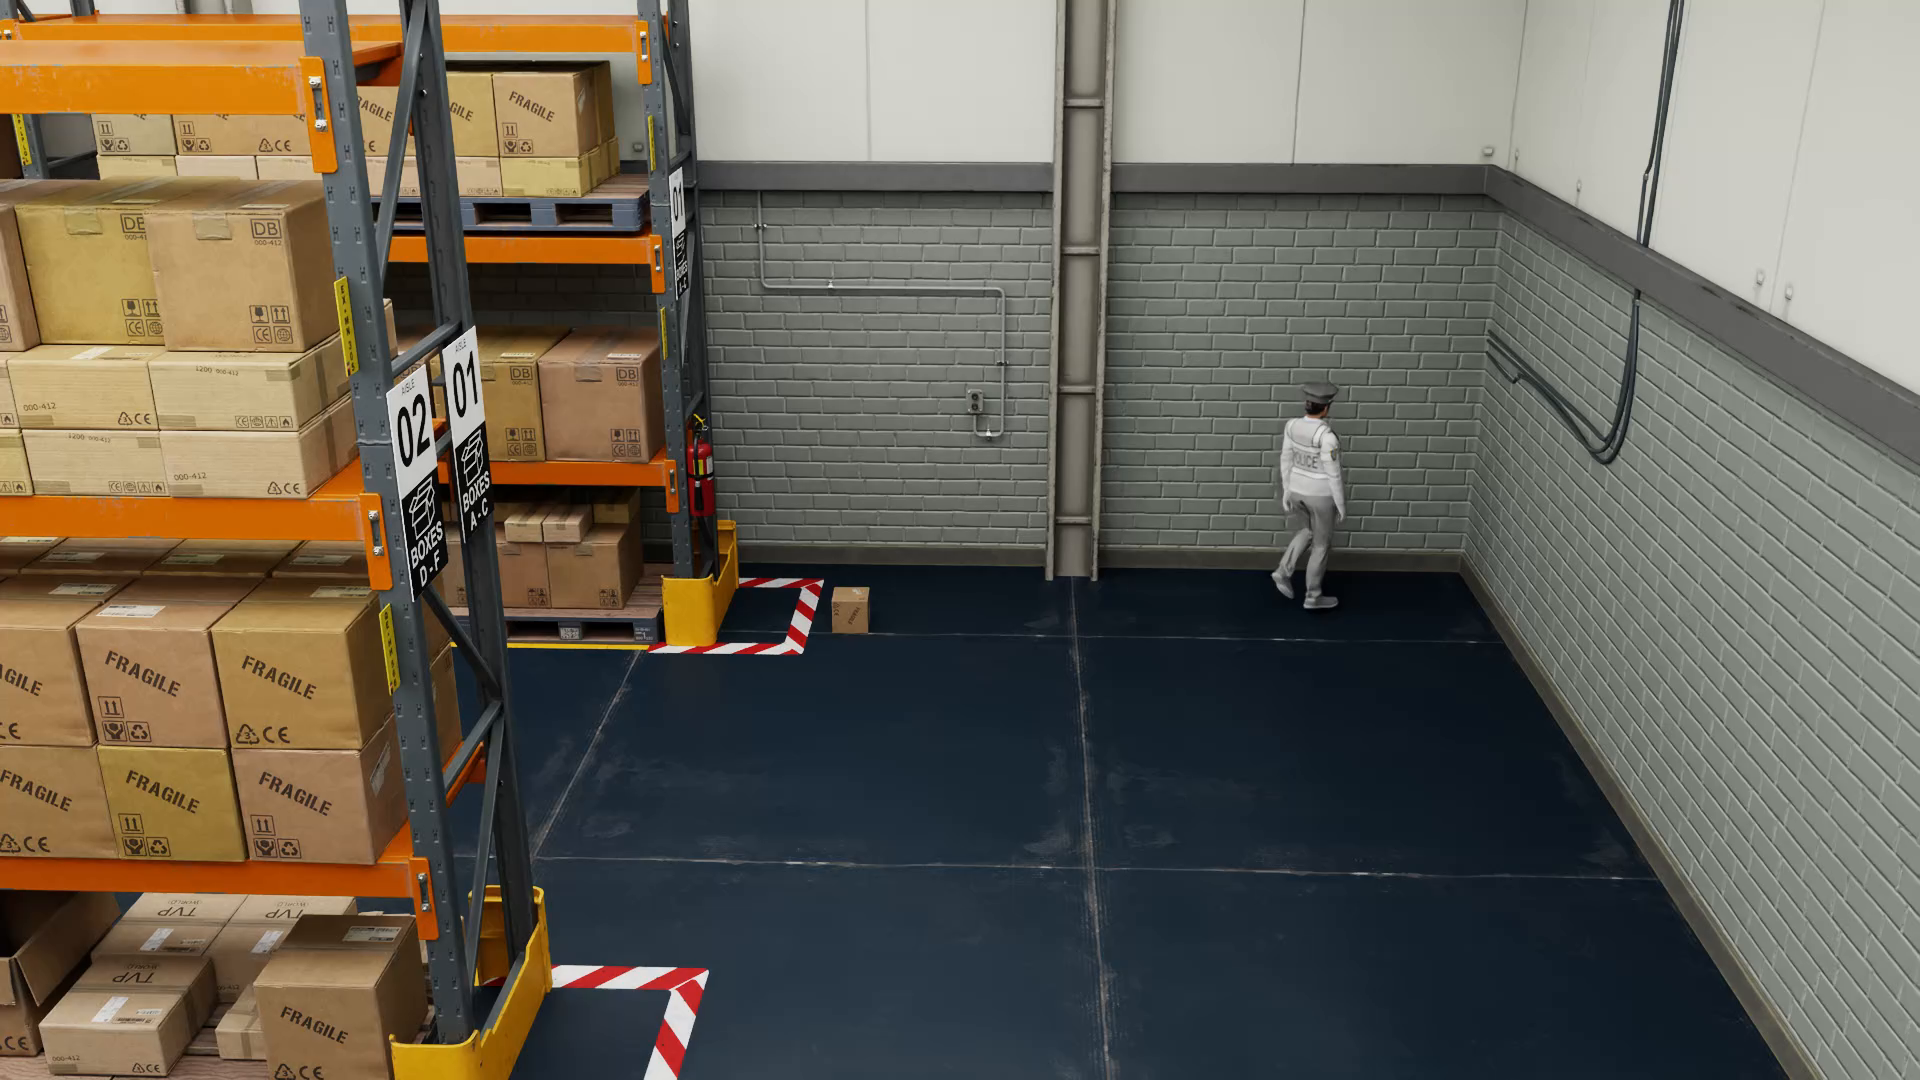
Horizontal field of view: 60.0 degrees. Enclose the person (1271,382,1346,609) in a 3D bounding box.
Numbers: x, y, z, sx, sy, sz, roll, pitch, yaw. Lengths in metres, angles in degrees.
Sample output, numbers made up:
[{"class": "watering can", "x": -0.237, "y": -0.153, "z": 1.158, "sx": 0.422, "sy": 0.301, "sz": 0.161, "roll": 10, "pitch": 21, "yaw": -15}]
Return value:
[{"class": "person", "x": 2.505, "y": -0.307, "z": 11.822, "sx": 0.449, "sy": 1.663, "sz": 0.502, "roll": -13, "pitch": 24, "yaw": -30}]
